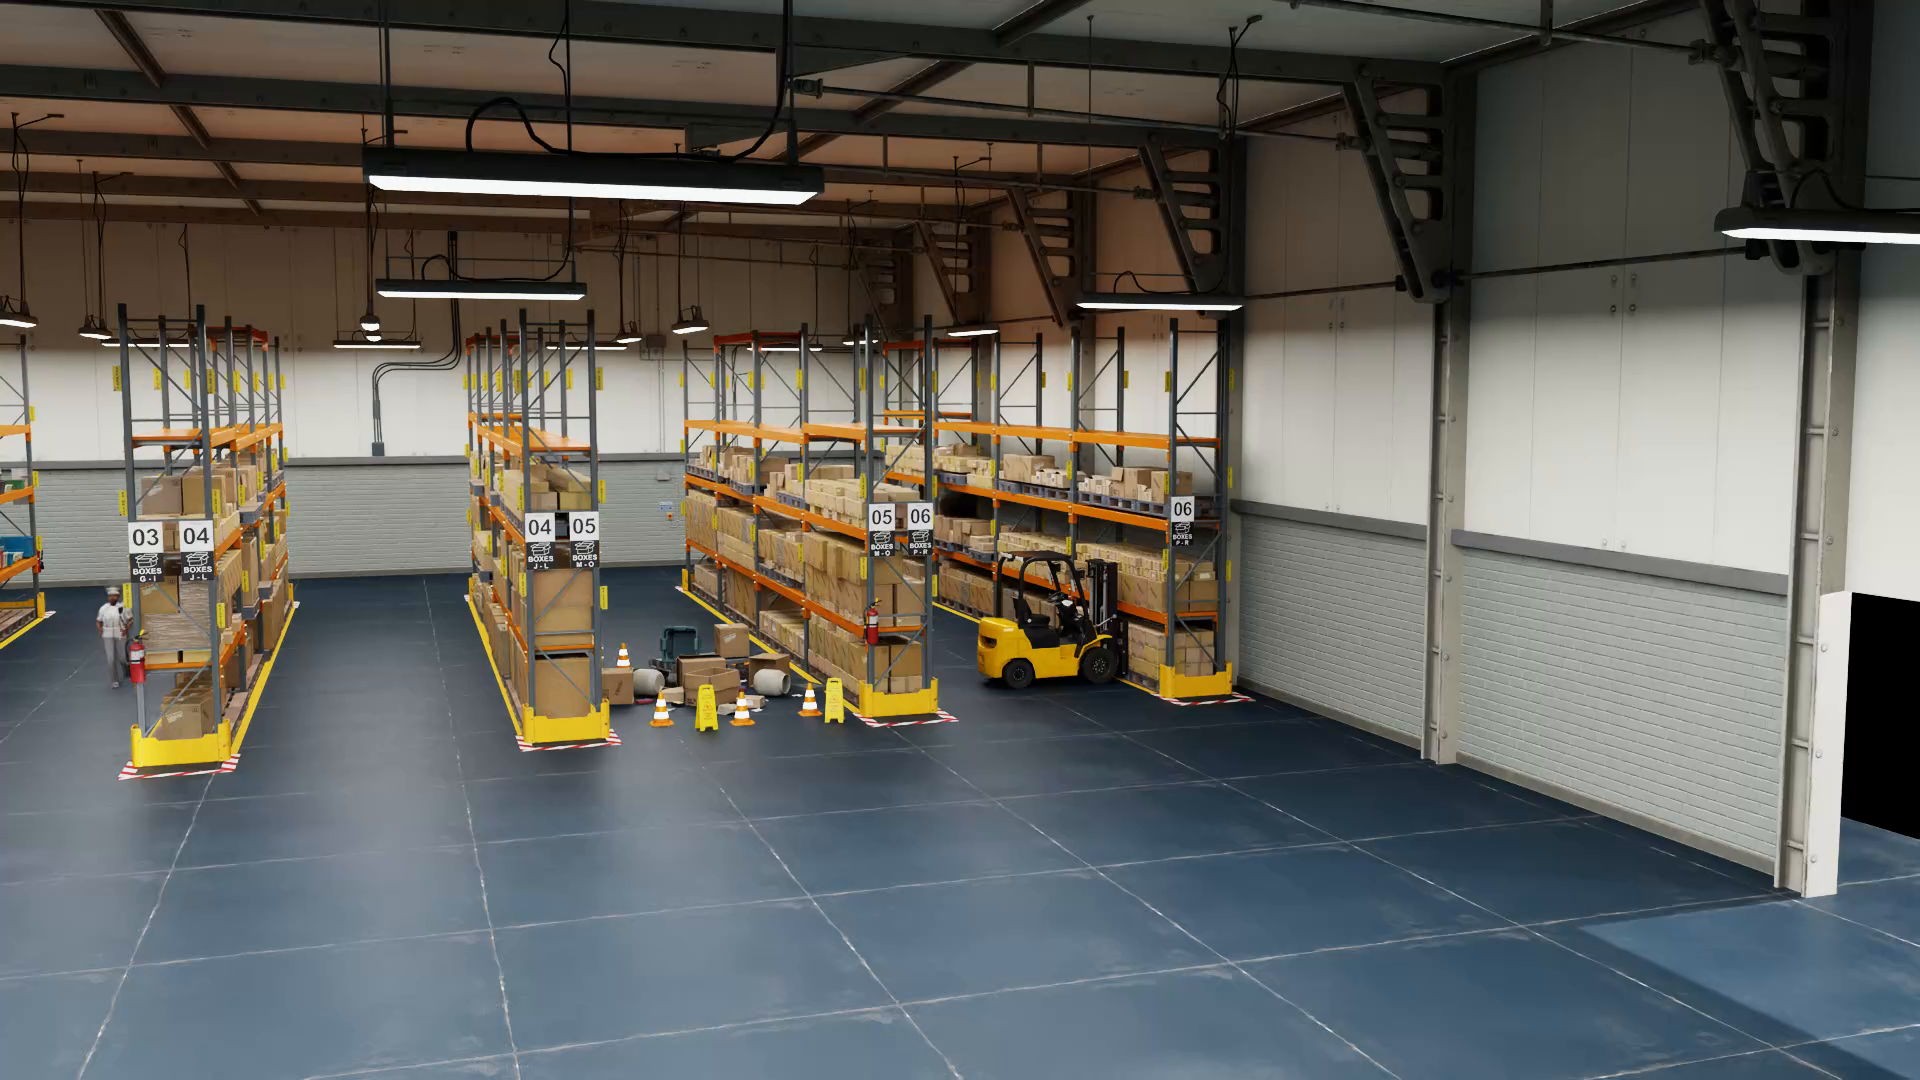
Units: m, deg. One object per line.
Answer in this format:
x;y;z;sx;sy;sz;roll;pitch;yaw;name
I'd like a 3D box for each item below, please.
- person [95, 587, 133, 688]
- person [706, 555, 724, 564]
-13.910;1.585;27.365;0.574;1.649;0.557;-2;6;-19;person
-6.079;0.213;41.525;0.772;1.790;0.759;3;6;33;person
